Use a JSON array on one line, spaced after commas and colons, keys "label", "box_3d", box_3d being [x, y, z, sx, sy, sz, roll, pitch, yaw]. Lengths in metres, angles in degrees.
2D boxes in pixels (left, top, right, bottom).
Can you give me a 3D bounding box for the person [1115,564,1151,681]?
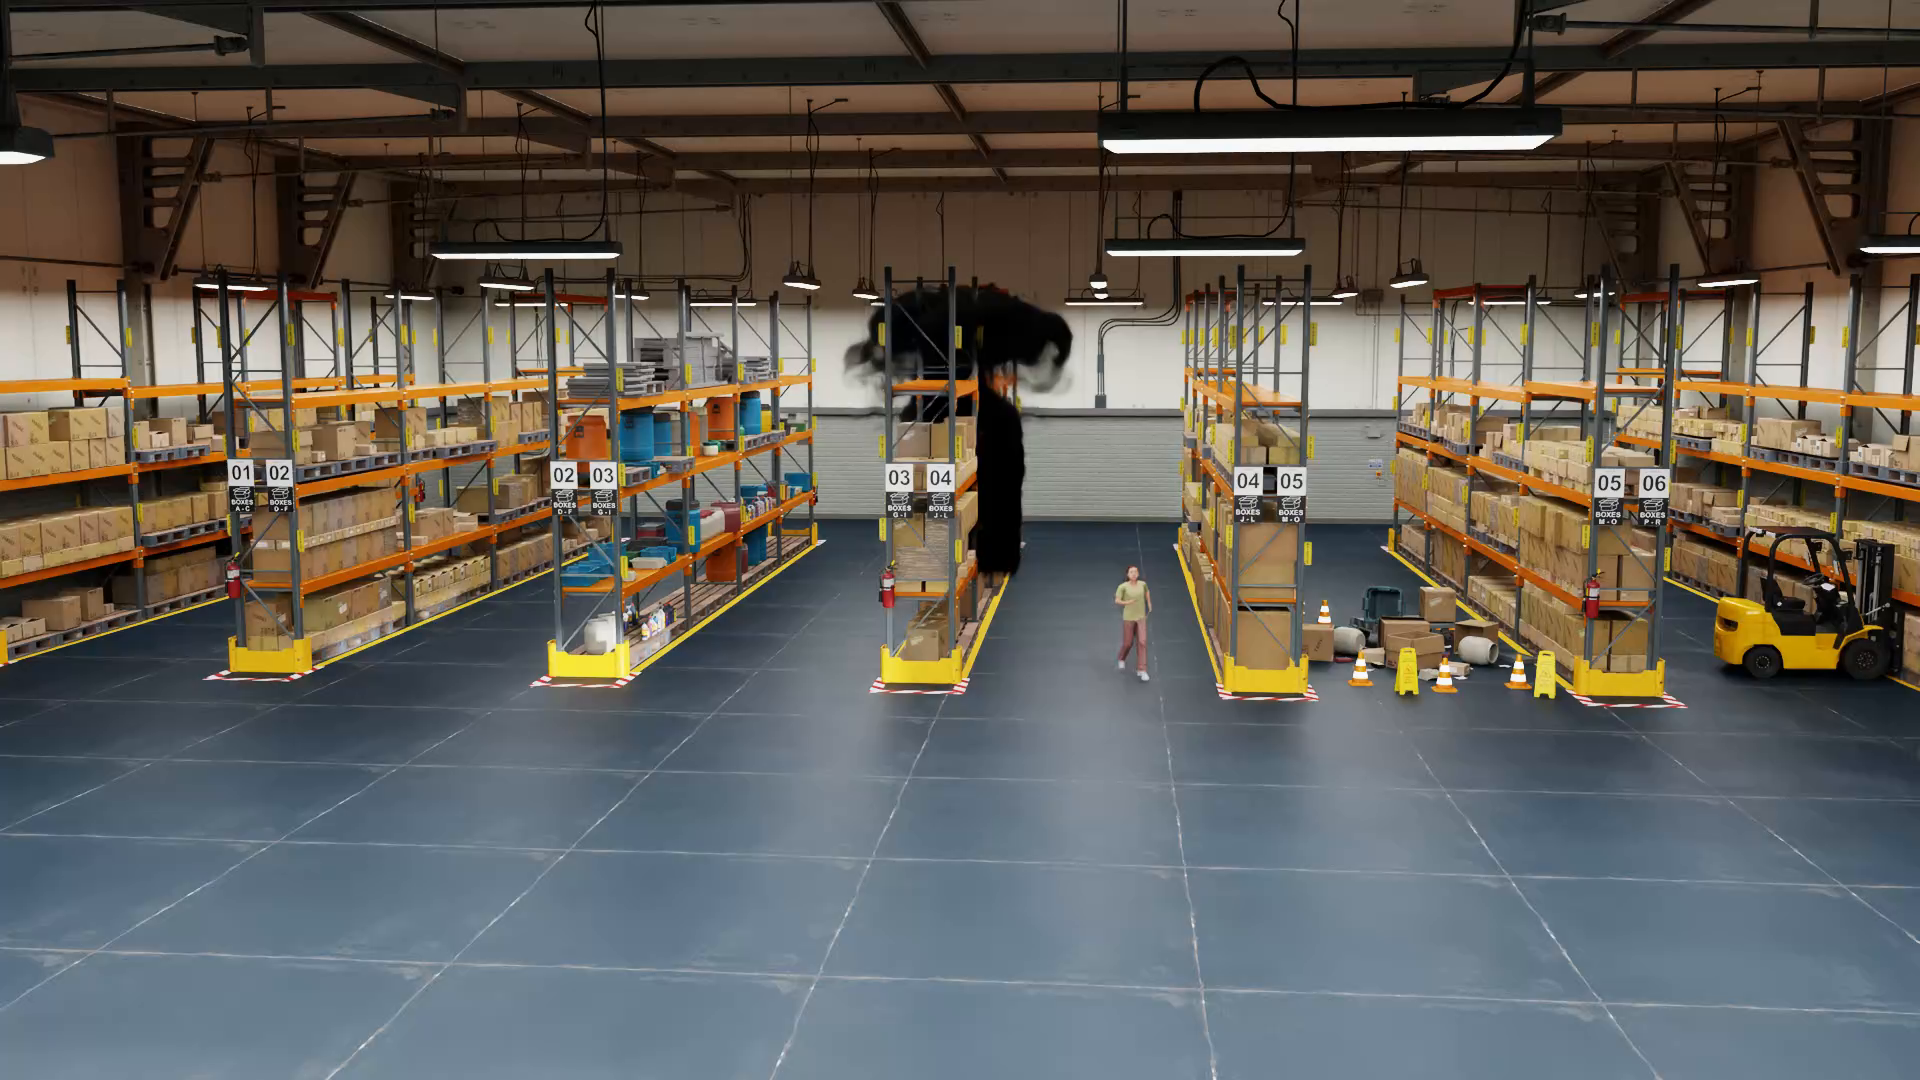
[{"label": "person", "box_3d": [2.583, 1.184, 24.616, 0.580, 1.640, 1.022, -1, 7, -8]}]
